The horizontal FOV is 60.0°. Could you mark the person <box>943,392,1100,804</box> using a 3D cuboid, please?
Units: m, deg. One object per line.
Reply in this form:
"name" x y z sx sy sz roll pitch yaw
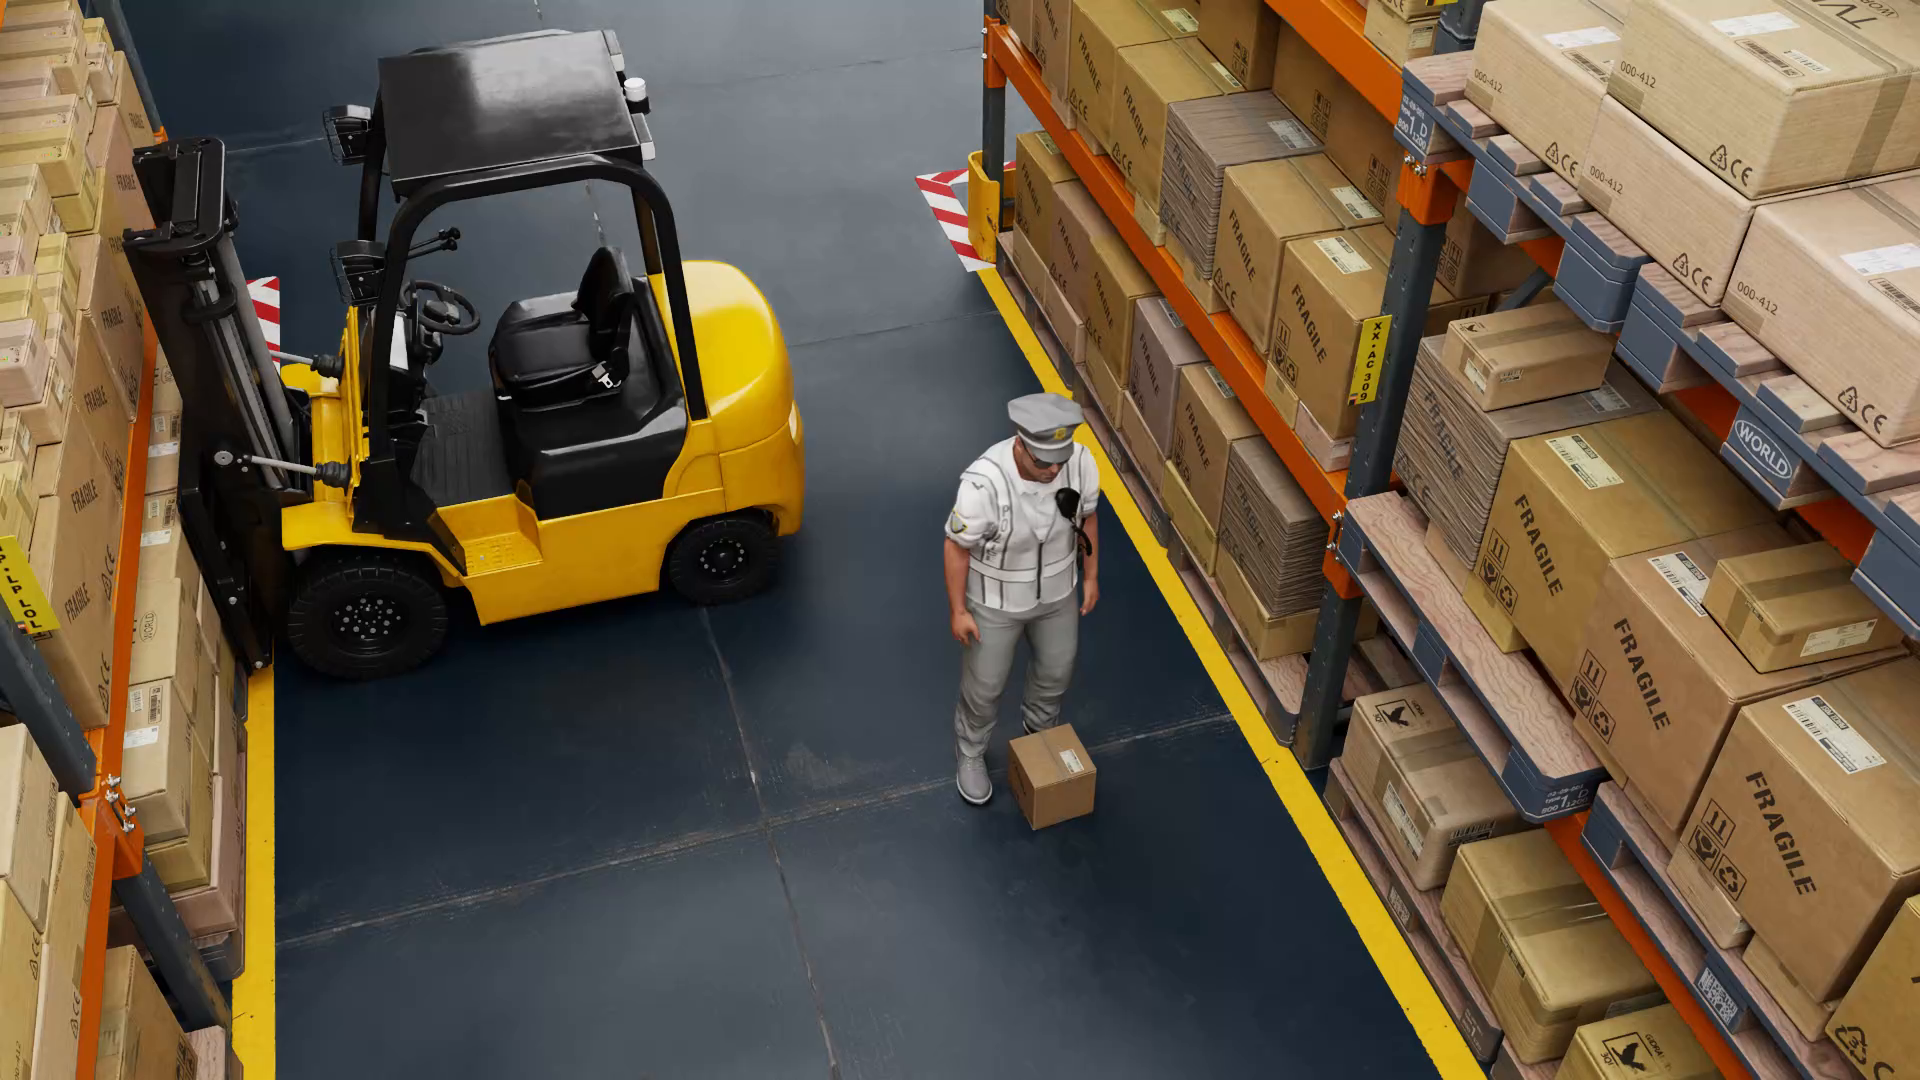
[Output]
"person" 0.222 0.172 5.962 0.587 1.748 0.436 -15 44 -16
